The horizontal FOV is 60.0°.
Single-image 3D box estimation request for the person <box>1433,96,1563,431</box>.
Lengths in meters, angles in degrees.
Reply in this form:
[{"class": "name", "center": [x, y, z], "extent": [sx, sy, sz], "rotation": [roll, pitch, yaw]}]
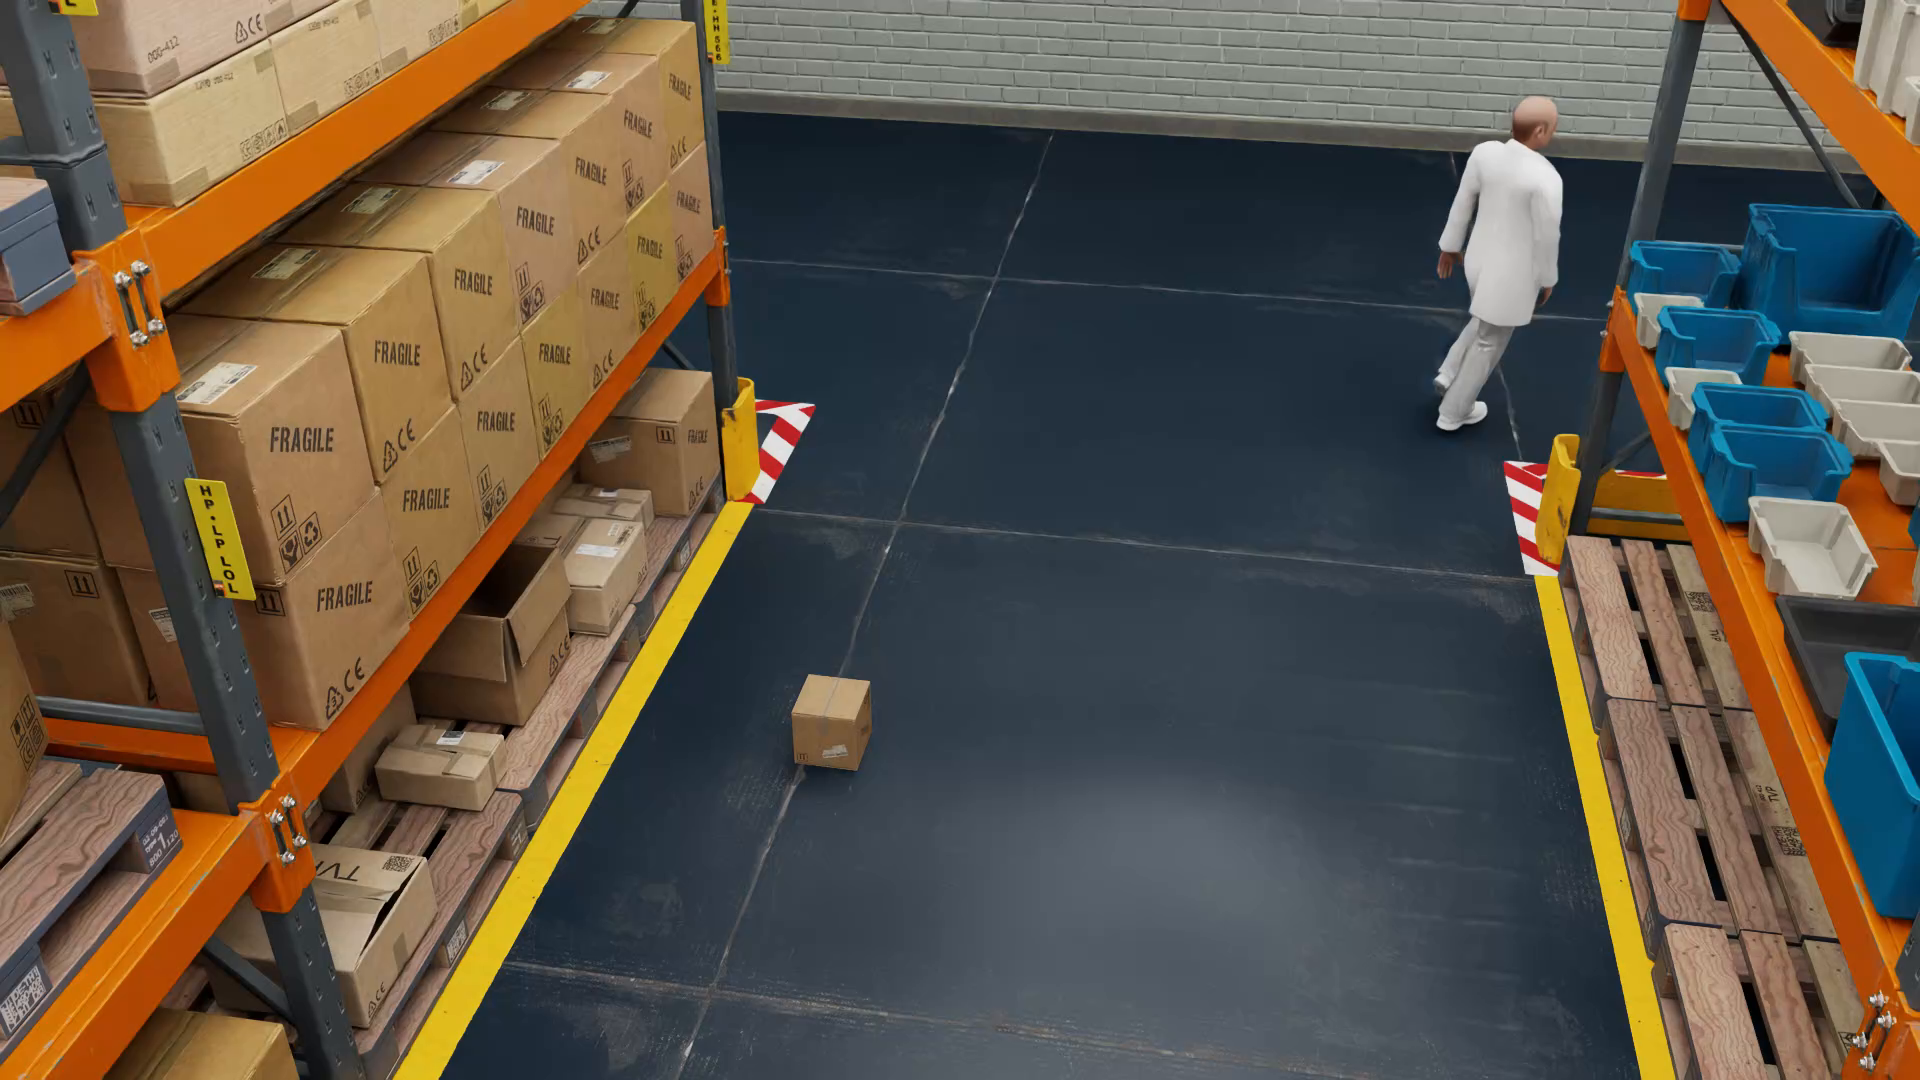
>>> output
[{"class": "person", "center": [2.721, -1.357, 8.307], "extent": [0.503, 1.794, 0.658], "rotation": [-16, 35, -24]}]
